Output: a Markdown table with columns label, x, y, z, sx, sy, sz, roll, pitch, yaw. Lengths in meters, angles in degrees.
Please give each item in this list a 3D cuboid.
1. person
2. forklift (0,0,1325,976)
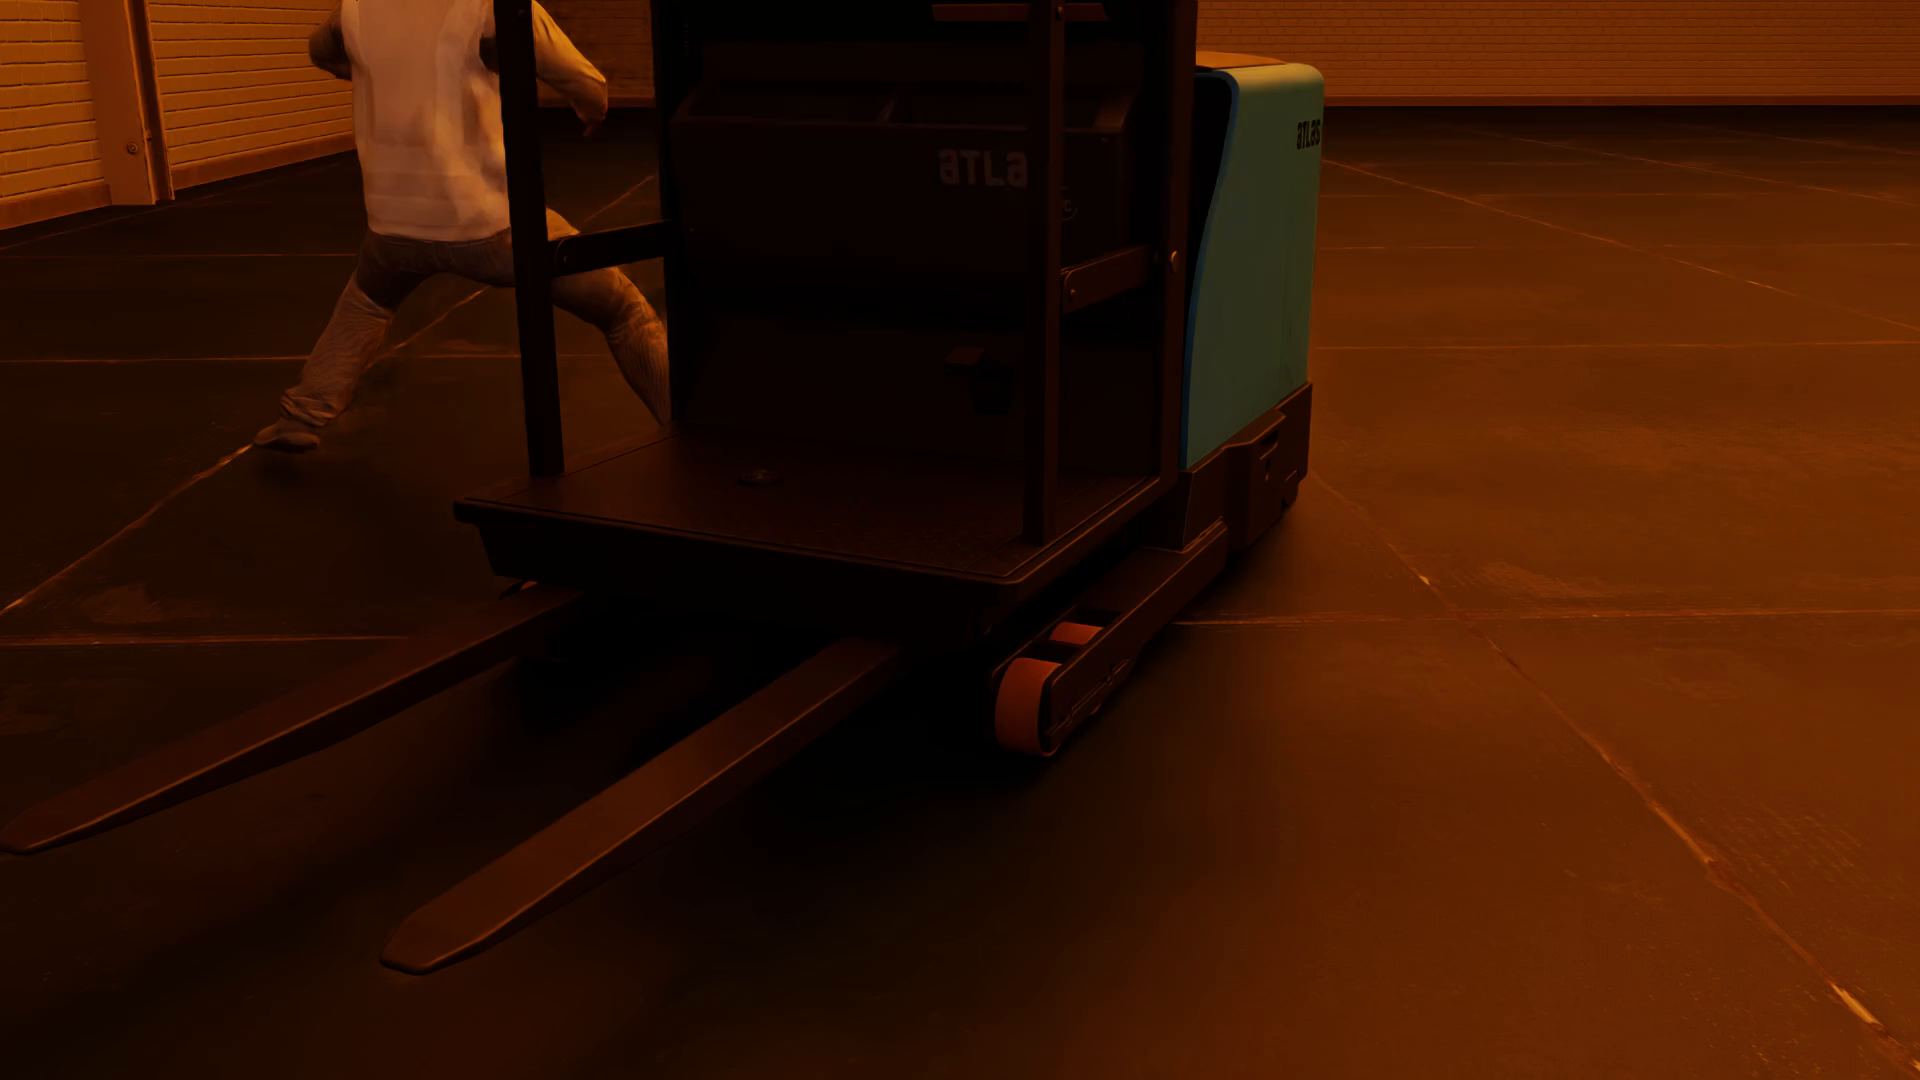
| label | x | y | z | sx | sy | sz | roll | pitch | yaw |
| --- | --- | --- | --- | --- | --- | --- | --- | --- | --- |
| person | -1.279 | -0.949 | 4.372 | 1.271 | 1.552 | 0.727 | 5 | 18 | 17 |
| forklift | -0.206 | -1.187 | 2.787 | 1.130 | 2.935 | 3.031 | 8 | 19 | 24 |
